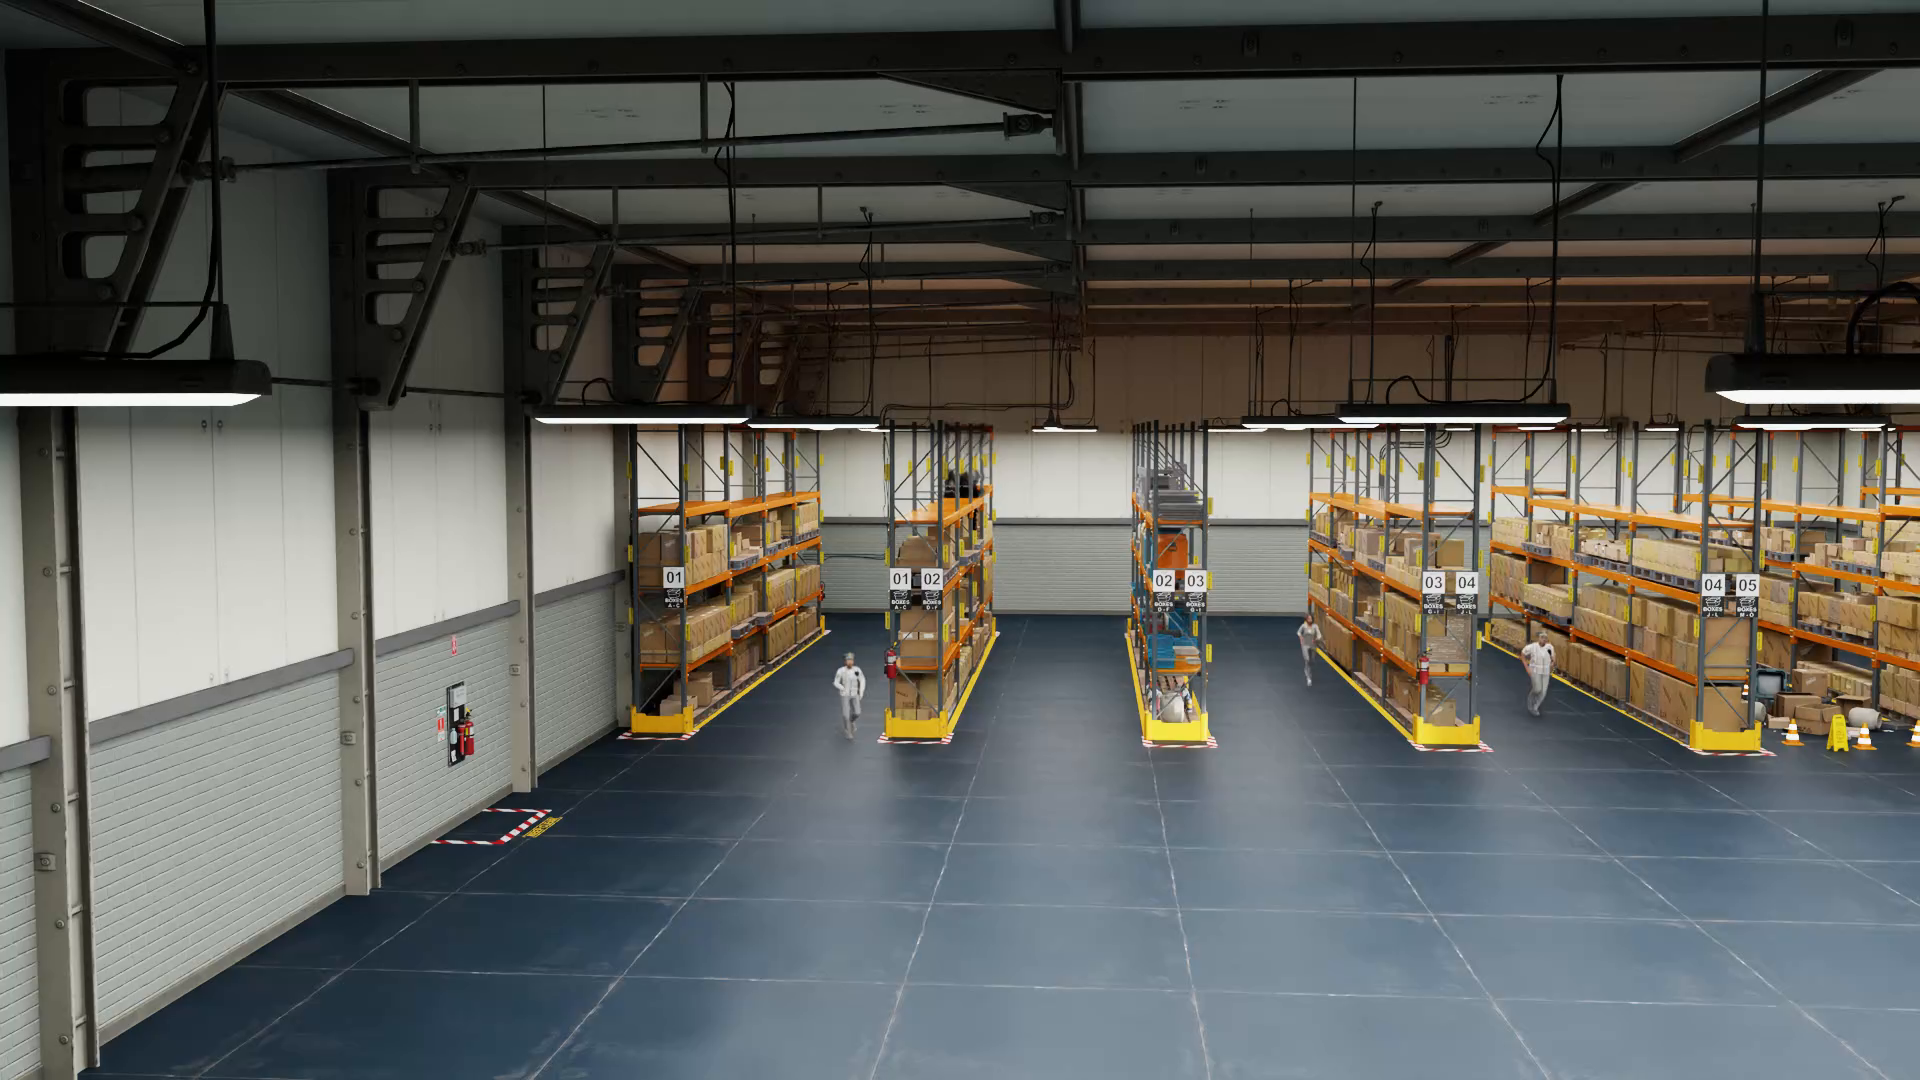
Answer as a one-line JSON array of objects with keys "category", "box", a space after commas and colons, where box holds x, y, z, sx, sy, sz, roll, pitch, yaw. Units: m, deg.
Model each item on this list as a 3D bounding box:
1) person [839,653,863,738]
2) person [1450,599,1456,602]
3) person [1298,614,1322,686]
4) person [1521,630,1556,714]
[{"category": "person", "box": [-2.026, 2.929, 31.293, 0.475, 1.644, 0.591, -1, 4, -14]}, {"category": "person", "box": [14.148, 1.922, 47.389, 0.637, 1.676, 0.614, -2, 4, -26]}, {"category": "person", "box": [8.081, 2.503, 38.410, 0.506, 1.600, 1.033, 0, 4, 0]}, {"category": "person", "box": [11.843, 2.702, 33.919, 0.664, 1.739, 0.622, 0, 4, -4]}]
